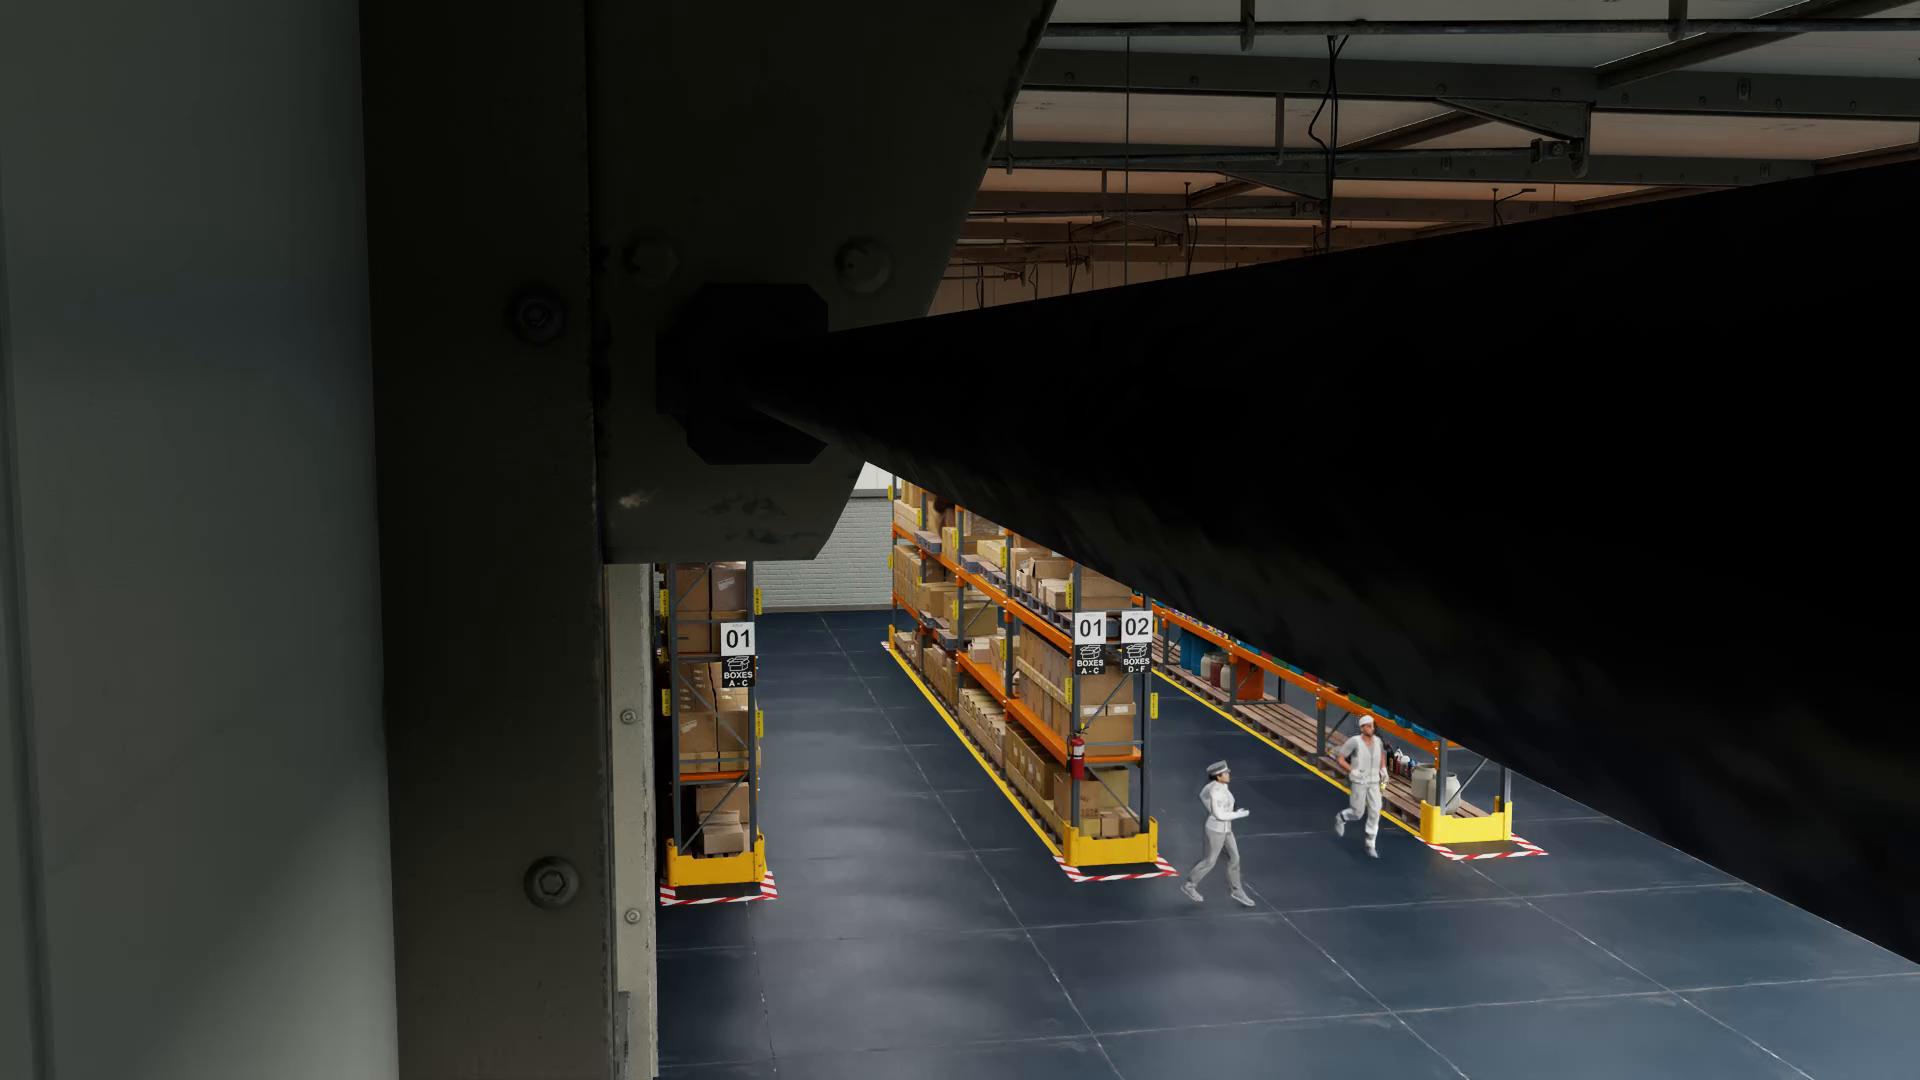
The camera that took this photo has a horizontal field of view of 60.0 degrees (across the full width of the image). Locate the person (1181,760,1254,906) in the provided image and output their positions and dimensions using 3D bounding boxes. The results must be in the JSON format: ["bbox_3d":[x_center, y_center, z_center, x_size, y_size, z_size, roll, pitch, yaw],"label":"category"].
[{"bbox_3d":[2.990,3.392,19.259,0.836,1.725,0.617,2,6,18],"label":"person"}]

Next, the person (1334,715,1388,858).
[{"bbox_3d":[5.227,3.146,21.536,0.719,1.791,0.843,-2,7,-20],"label":"person"}]
